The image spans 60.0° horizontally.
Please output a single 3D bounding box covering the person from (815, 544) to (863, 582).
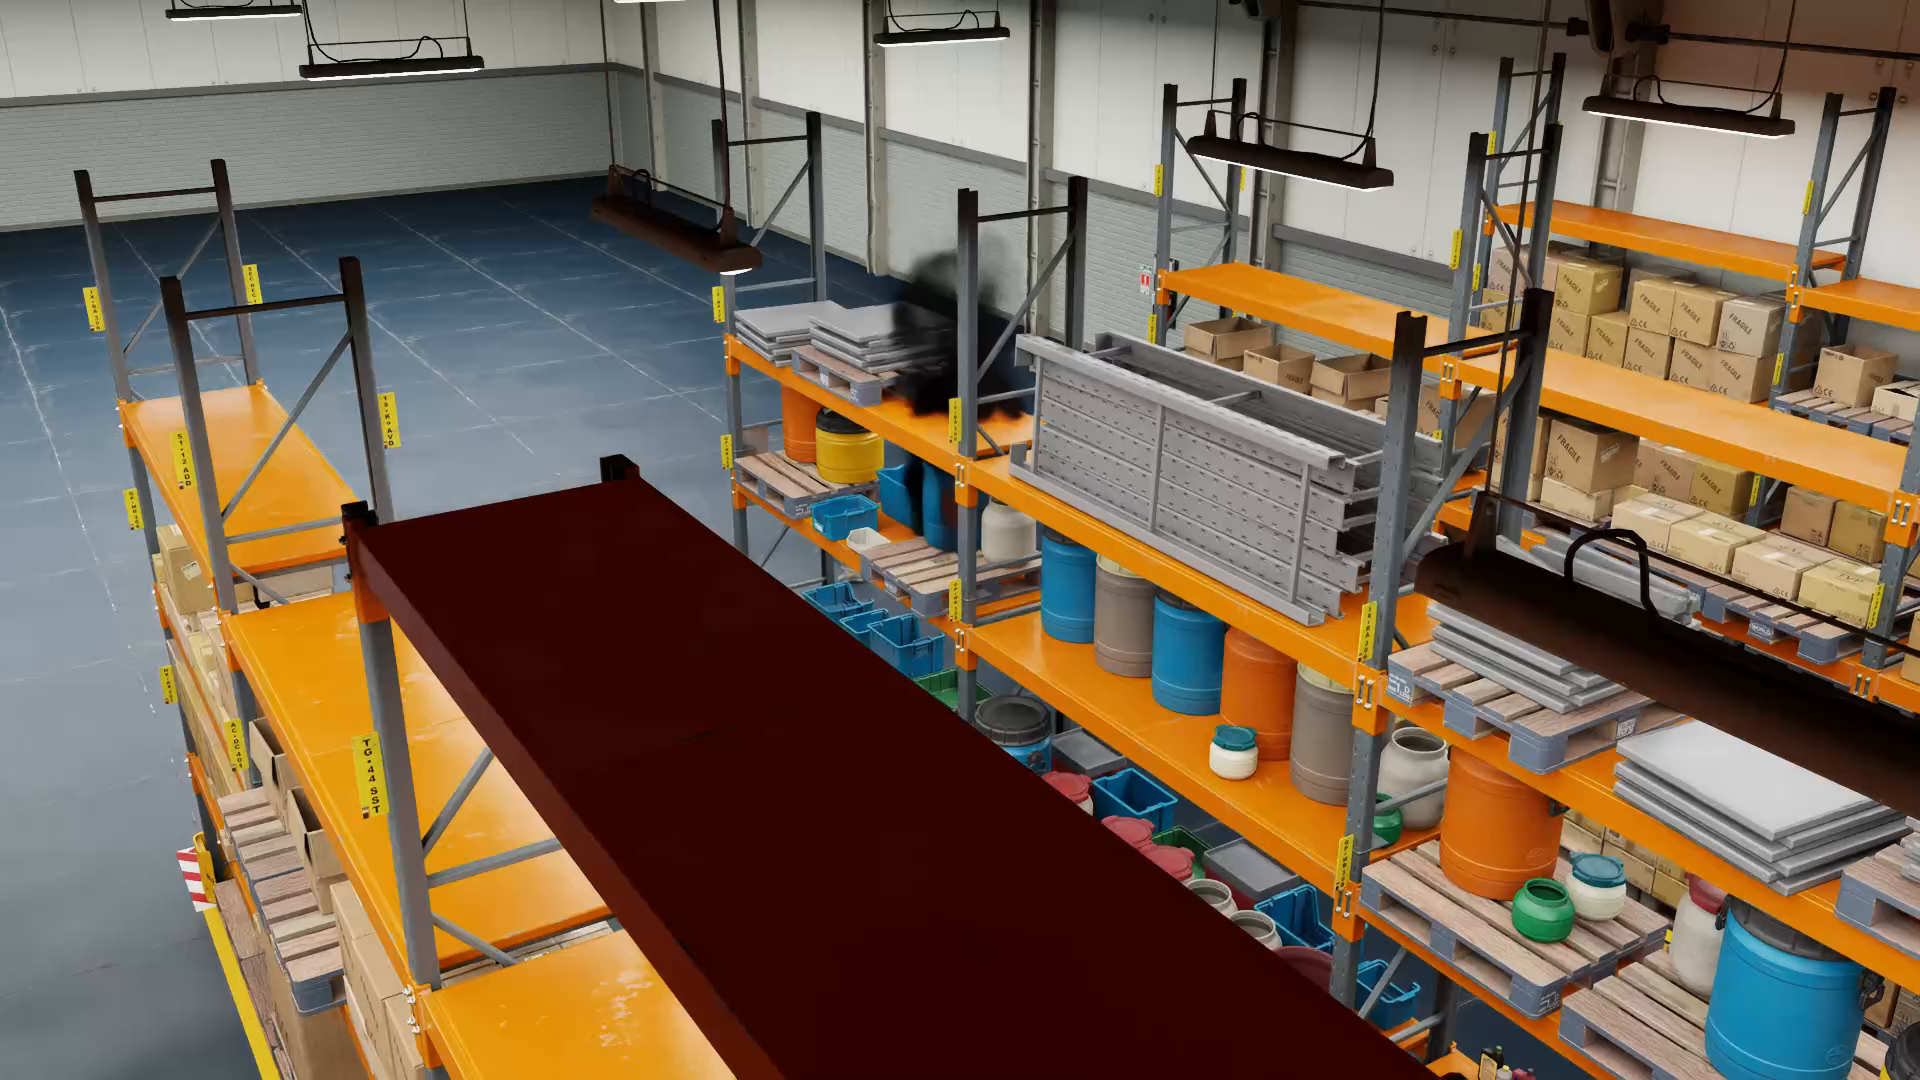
[{"bbox_3d":[-1.460,-0.300,19.794,0.568,1.737,0.695,0,22,0],"label":"person"}]
